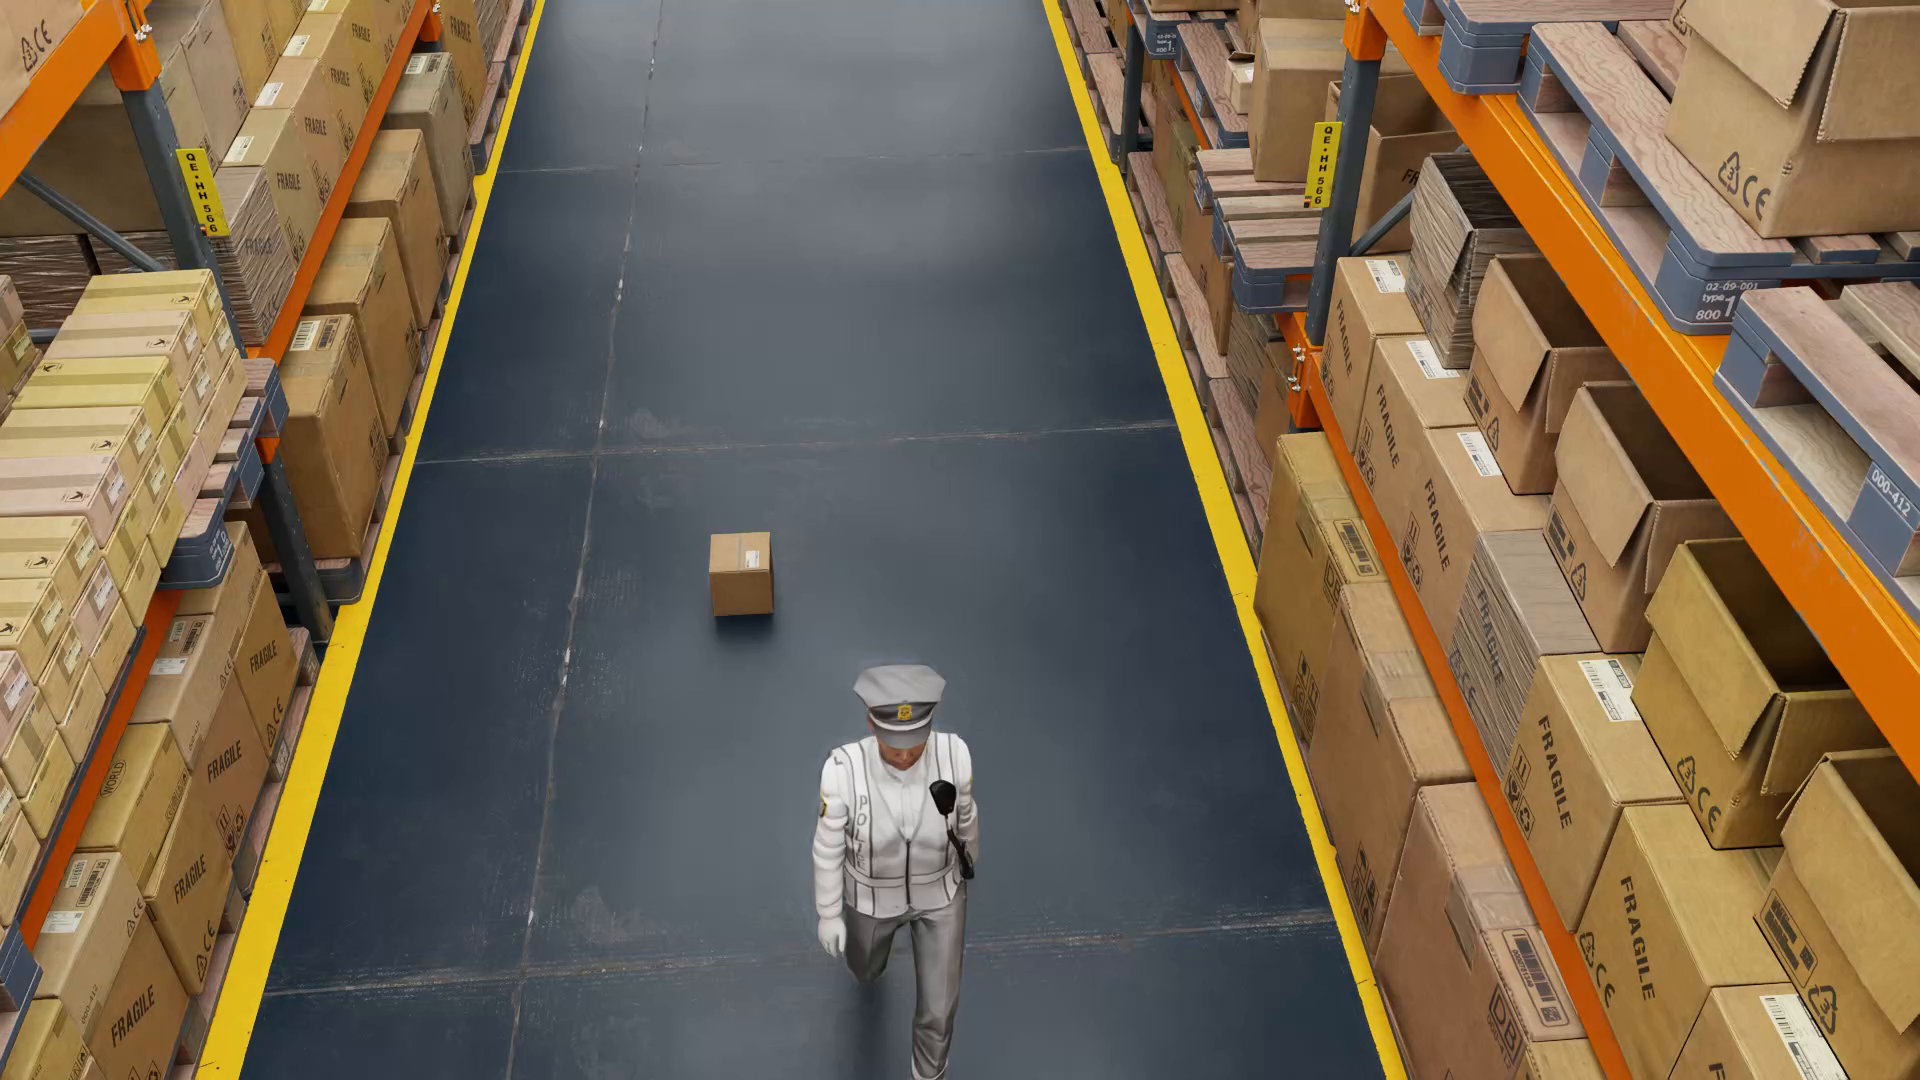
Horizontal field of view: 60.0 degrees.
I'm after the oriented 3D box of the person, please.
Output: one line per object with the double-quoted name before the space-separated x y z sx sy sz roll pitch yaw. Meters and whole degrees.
"person" -0.186 0.986 4.918 0.495 1.637 0.878 -5 40 -6
